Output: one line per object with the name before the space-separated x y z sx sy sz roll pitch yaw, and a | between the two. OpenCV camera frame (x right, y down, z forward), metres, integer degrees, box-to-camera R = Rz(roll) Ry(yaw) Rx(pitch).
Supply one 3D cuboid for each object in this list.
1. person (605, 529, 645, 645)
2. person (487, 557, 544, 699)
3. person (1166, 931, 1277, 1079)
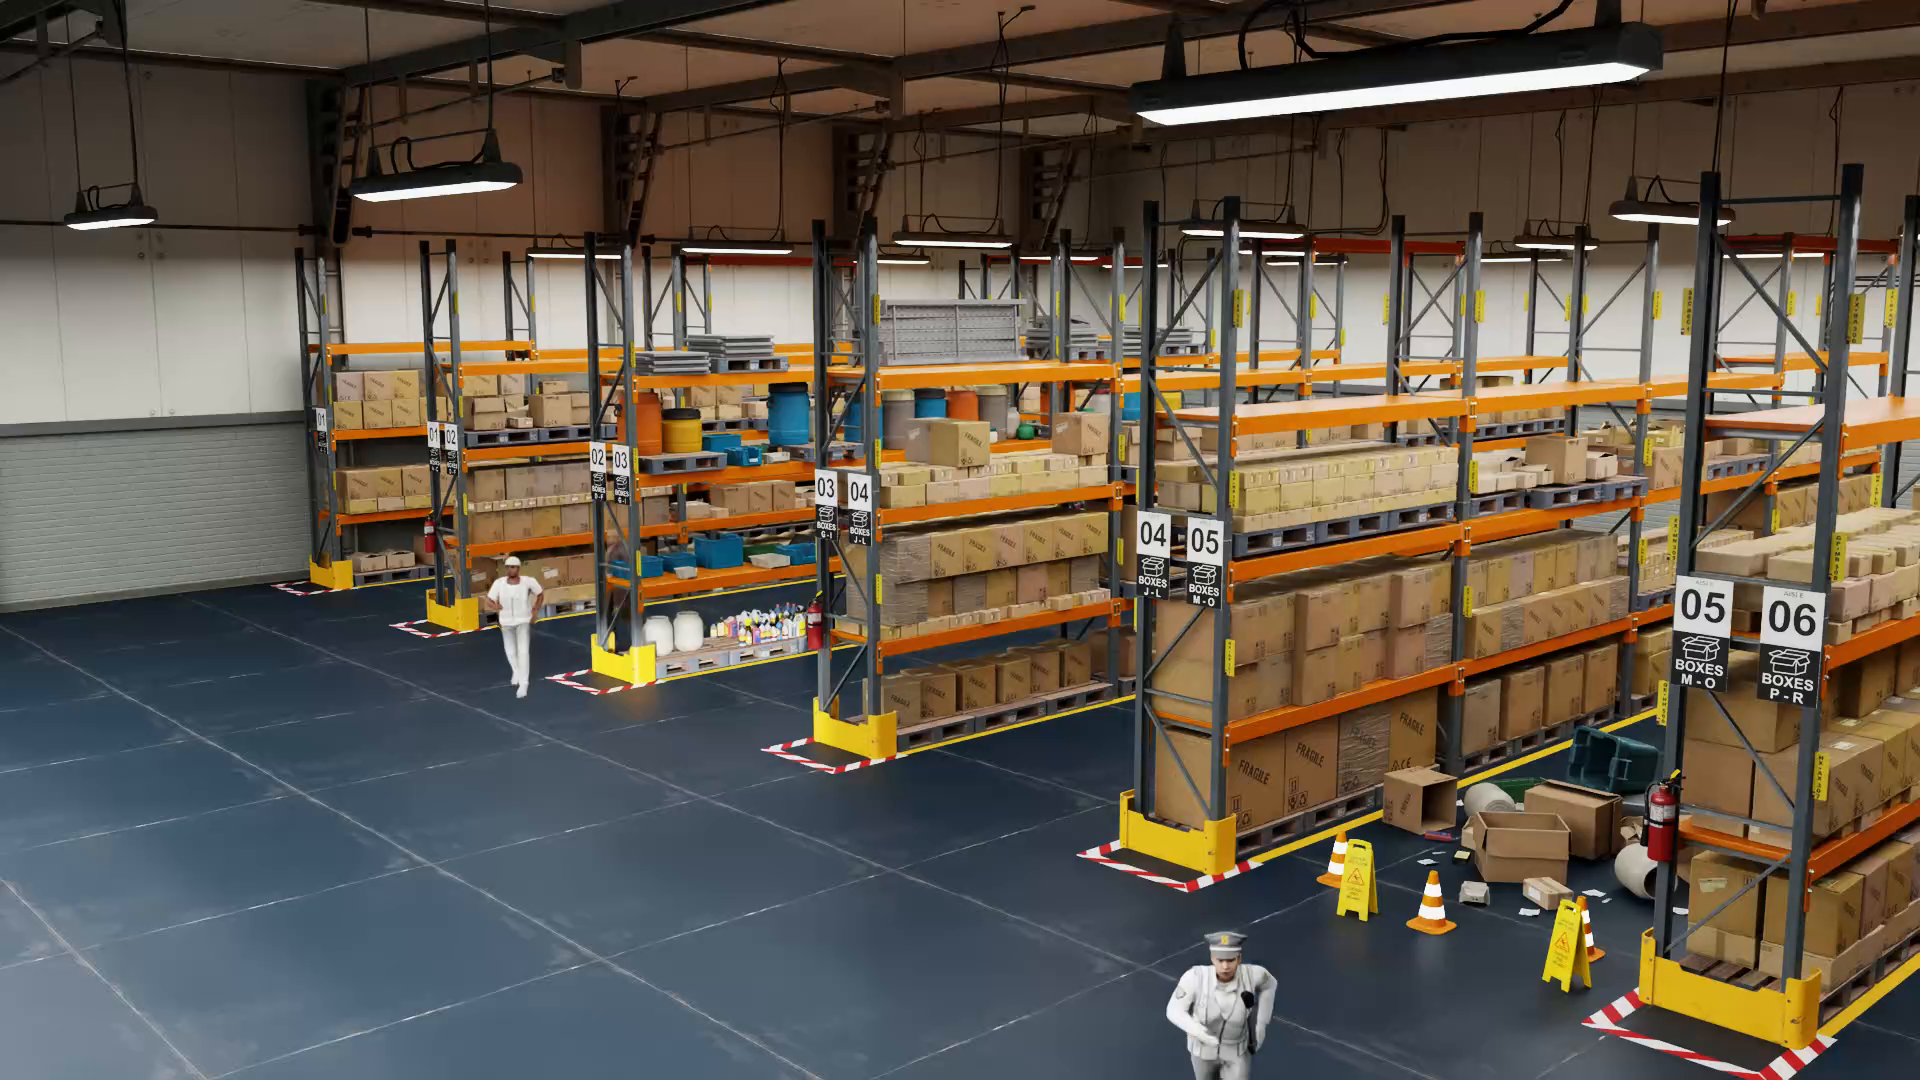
person | -4.934 0.734 24.324 0.698 1.828 0.915 7 11 41
person | -5.823 1.103 21.769 0.715 1.797 0.857 -1 8 -6
person | 1.504 2.967 9.581 0.612 1.695 0.992 2 9 12
